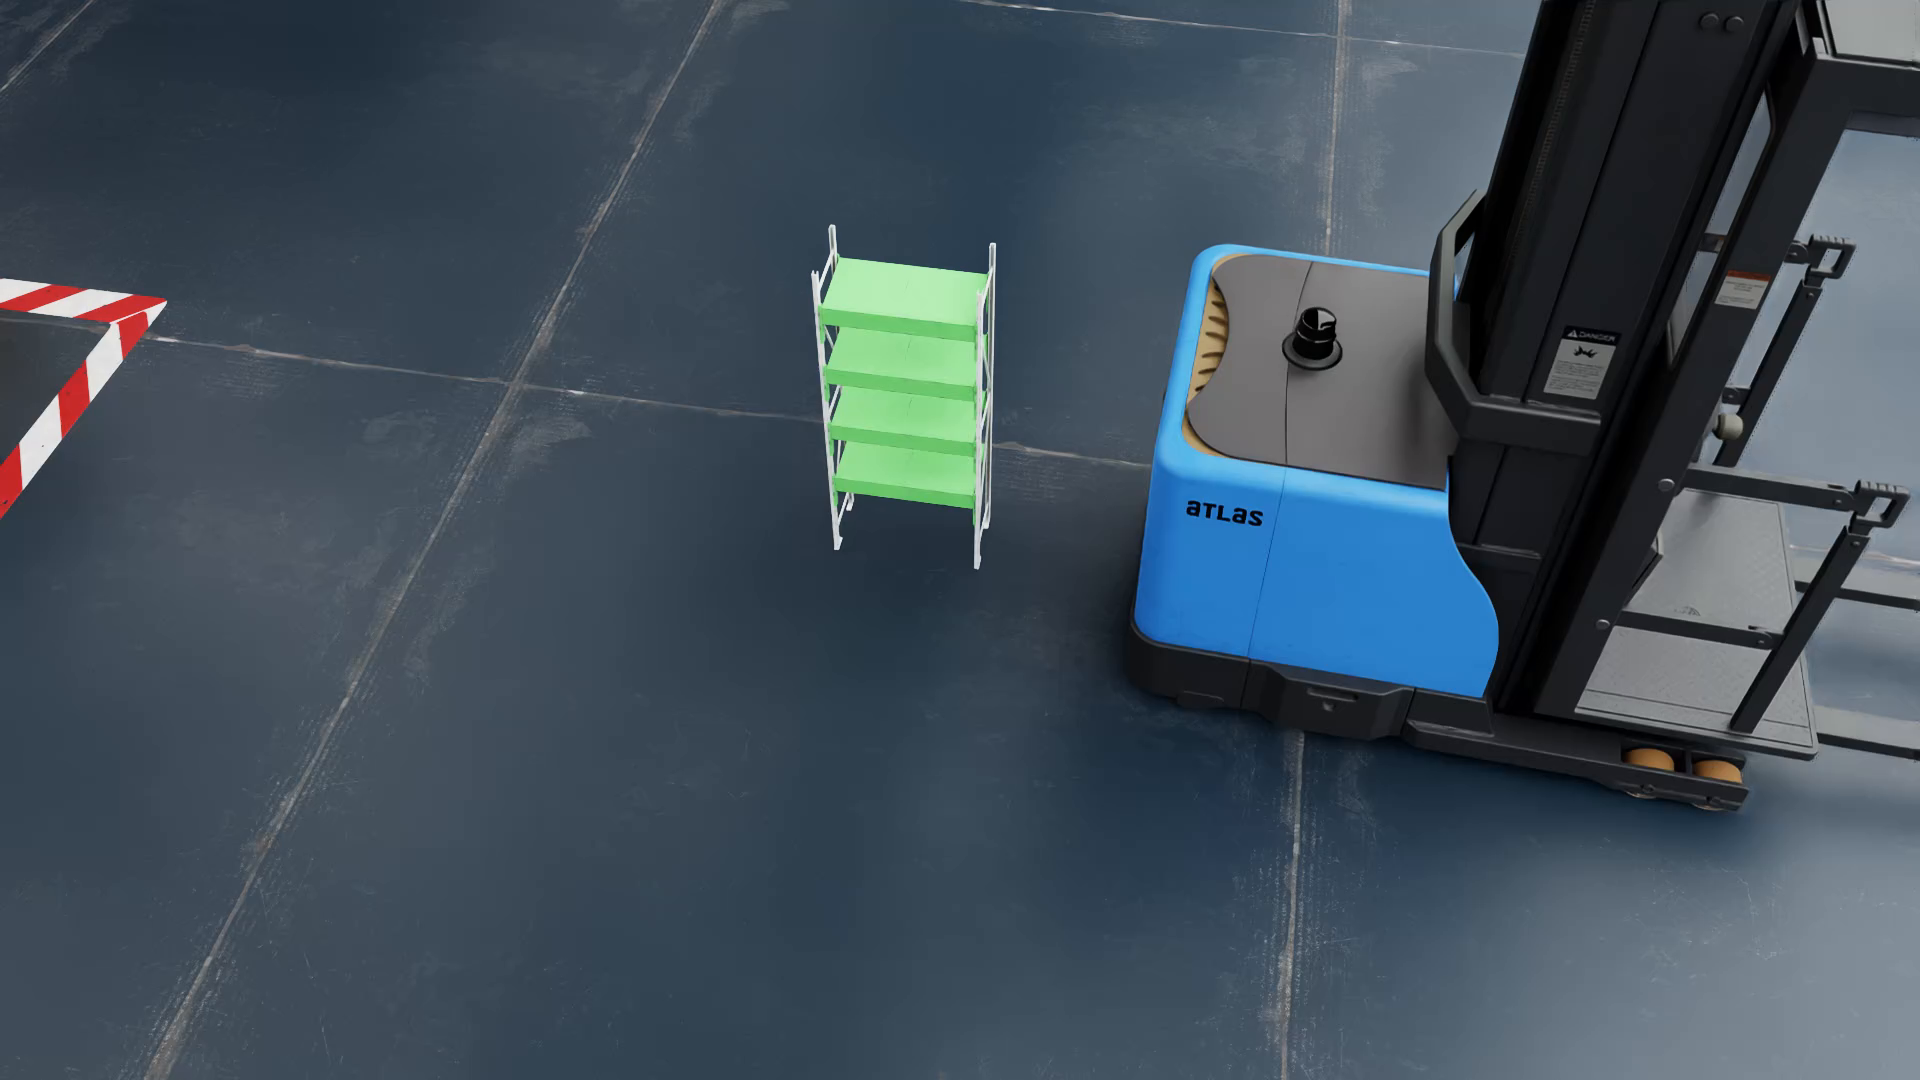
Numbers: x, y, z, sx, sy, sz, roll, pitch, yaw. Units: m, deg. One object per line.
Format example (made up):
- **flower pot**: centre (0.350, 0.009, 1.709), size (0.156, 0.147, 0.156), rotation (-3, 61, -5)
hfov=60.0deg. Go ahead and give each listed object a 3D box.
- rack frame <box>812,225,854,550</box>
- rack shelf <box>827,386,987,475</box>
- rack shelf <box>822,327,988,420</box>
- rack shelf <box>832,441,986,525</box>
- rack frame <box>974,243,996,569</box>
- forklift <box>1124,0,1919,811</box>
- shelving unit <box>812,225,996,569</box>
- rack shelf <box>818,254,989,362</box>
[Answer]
- **rack frame**: centre (-0.403, -0.455, 5.352), size (0.015, 1.200, 0.240), rotation (8, 49, 7)
- **rack shelf**: centre (-0.163, -0.380, 5.371), size (0.480, 0.148, 0.258), rotation (8, 49, 7)
- **rack shelf**: centre (-0.163, -0.541, 5.192), size (0.480, 0.148, 0.258), rotation (8, 49, 7)
- **rack shelf**: centre (-0.163, -0.220, 5.549), size (0.480, 0.148, 0.258), rotation (8, 49, 7)
- **rack frame**: centre (0.077, -0.391, 5.294), size (0.015, 1.200, 0.240), rotation (8, 49, 7)
- **forklift**: centre (2.095, -0.601, 4.320), size (3.031, 2.935, 1.130), rotation (9, 49, 8)
- **shelving unit**: centre (-0.163, -0.423, 5.323), size (0.503, 1.200, 0.258), rotation (8, 49, 7)
- **rack shelf**: centre (-0.163, -0.701, 5.014), size (0.480, 0.148, 0.258), rotation (8, 49, 7)
